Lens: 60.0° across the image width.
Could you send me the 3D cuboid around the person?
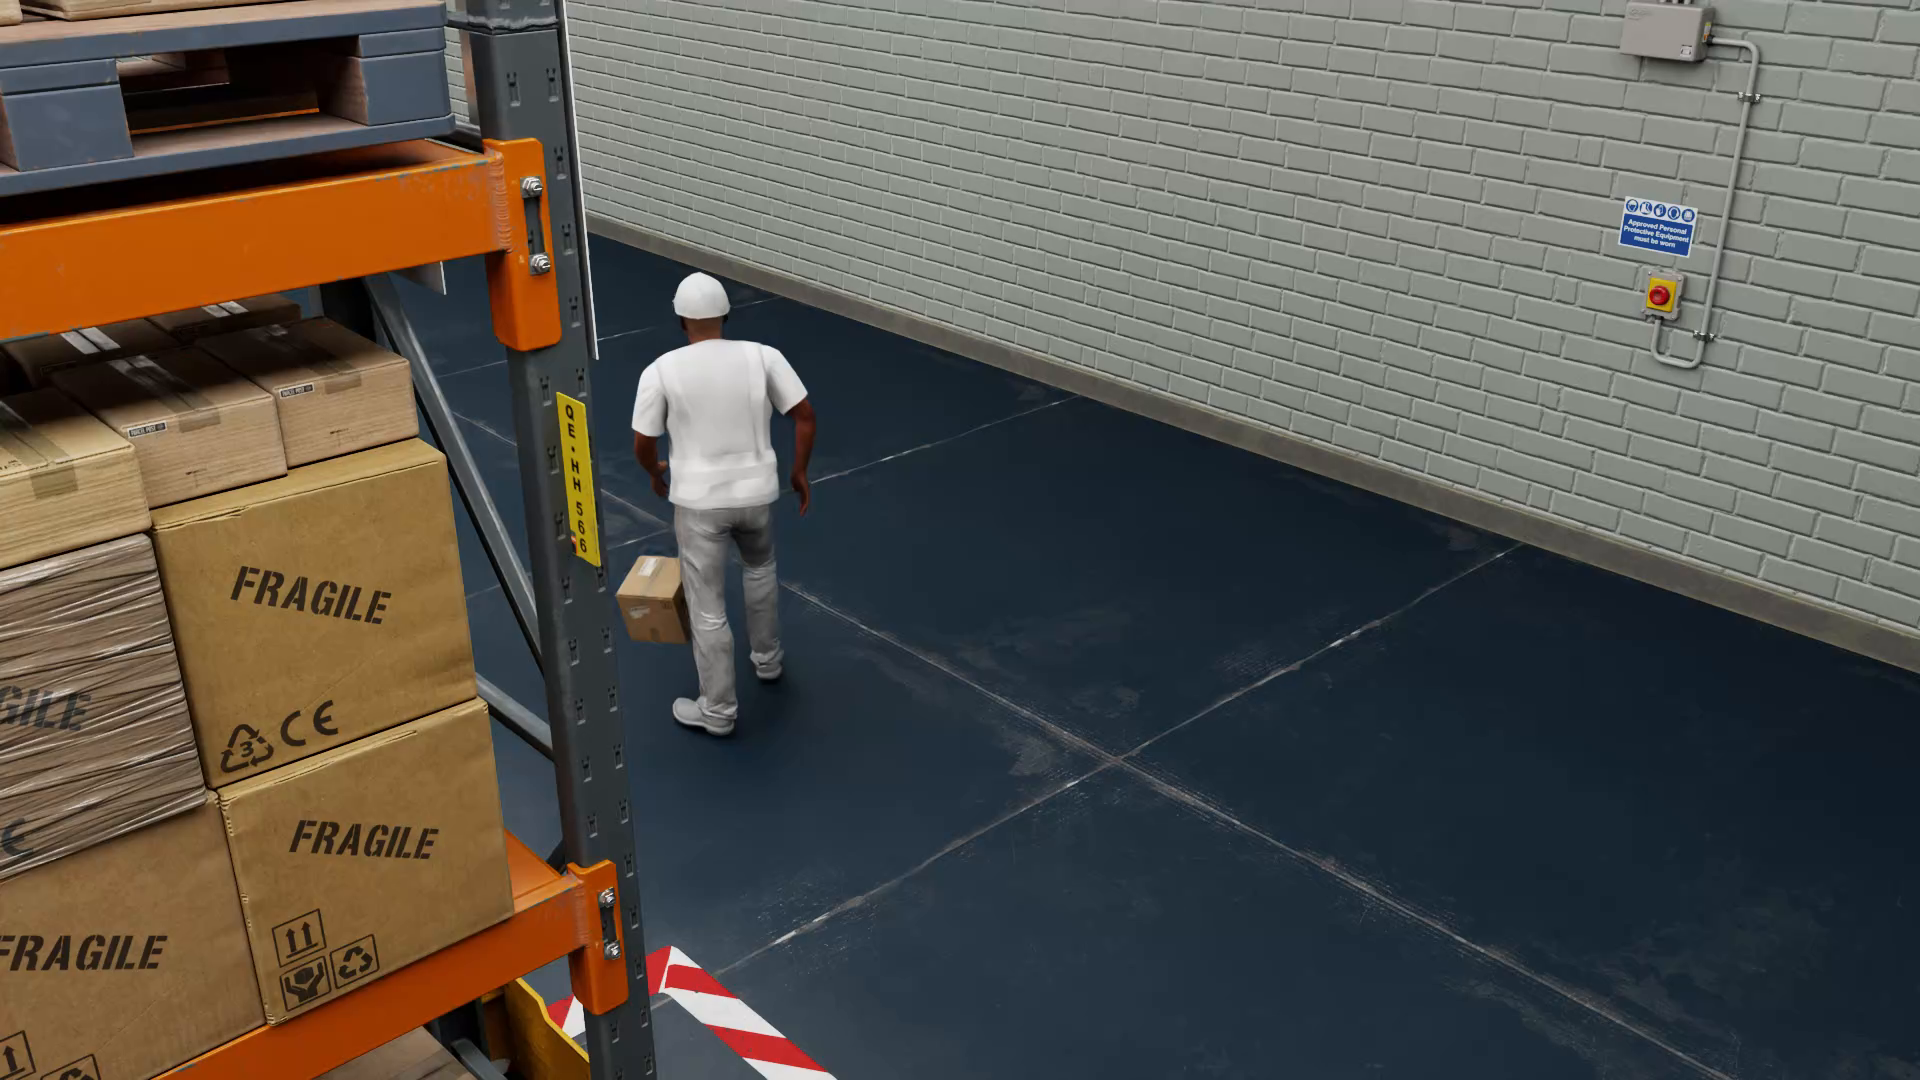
[{"bbox_3d":[-0.906,-0.168,6.486,0.667,1.708,0.697,-12,27,-24],"label":"person"}]
